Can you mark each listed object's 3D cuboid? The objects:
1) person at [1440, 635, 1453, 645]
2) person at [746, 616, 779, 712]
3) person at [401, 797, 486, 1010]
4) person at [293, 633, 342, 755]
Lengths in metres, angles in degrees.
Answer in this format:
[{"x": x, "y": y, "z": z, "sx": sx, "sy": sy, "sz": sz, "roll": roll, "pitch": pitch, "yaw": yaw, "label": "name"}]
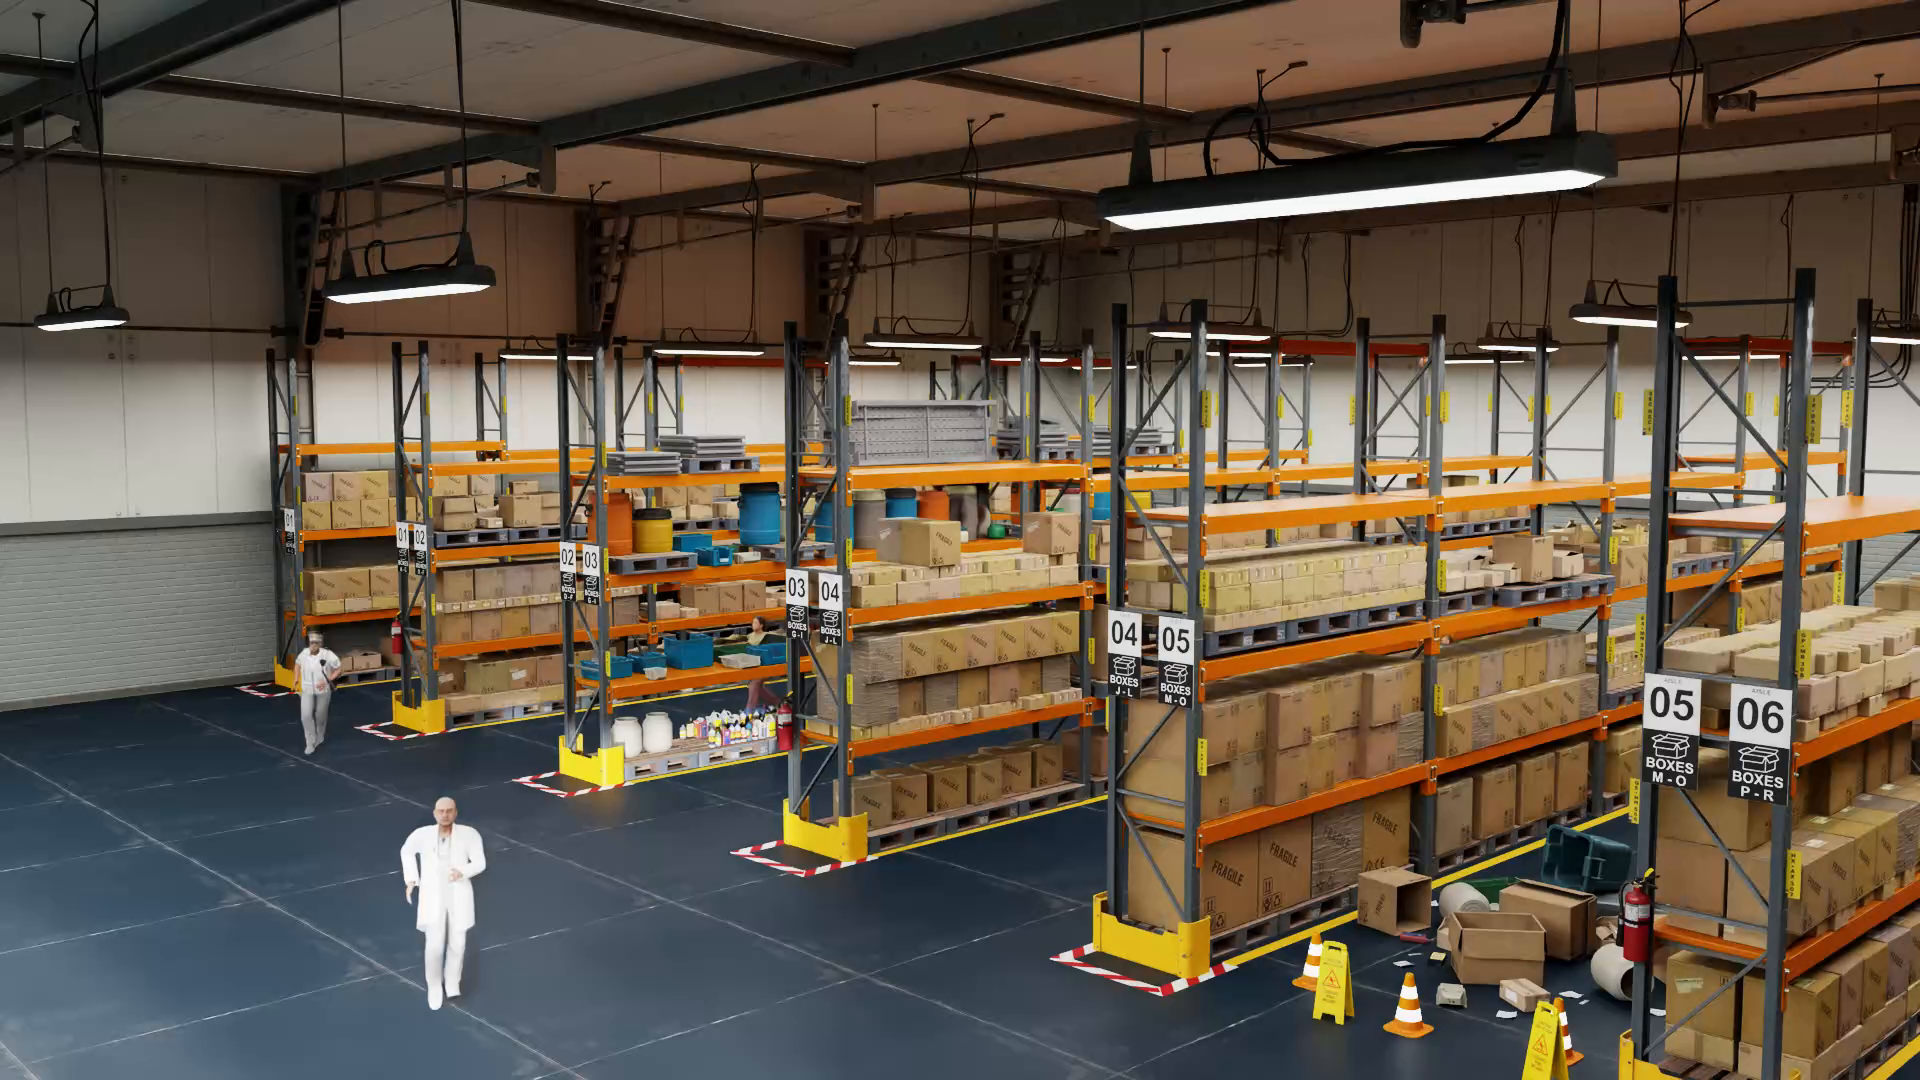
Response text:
[{"x": 7.207, "y": 2.216, "z": 24.678, "sx": 0.567, "sy": 1.650, "sz": 0.805, "roll": 4, "pitch": 6, "yaw": 36, "label": "person"}, {"x": -3.176, "y": 2.020, "z": 26.395, "sx": 0.585, "sy": 1.658, "sz": 0.897, "roll": 5, "pitch": 7, "yaw": 44, "label": "person"}, {"x": -4.355, "y": 3.069, "z": 14.068, "sx": 0.675, "sy": 1.790, "sz": 0.762, "roll": -2, "pitch": 5, "yaw": -20, "label": "person"}, {"x": -9.384, "y": 2.211, "z": 24.380, "sx": 0.683, "sy": 1.791, "sz": 0.873, "roll": -1, "pitch": 5, "yaw": -8, "label": "person"}]
